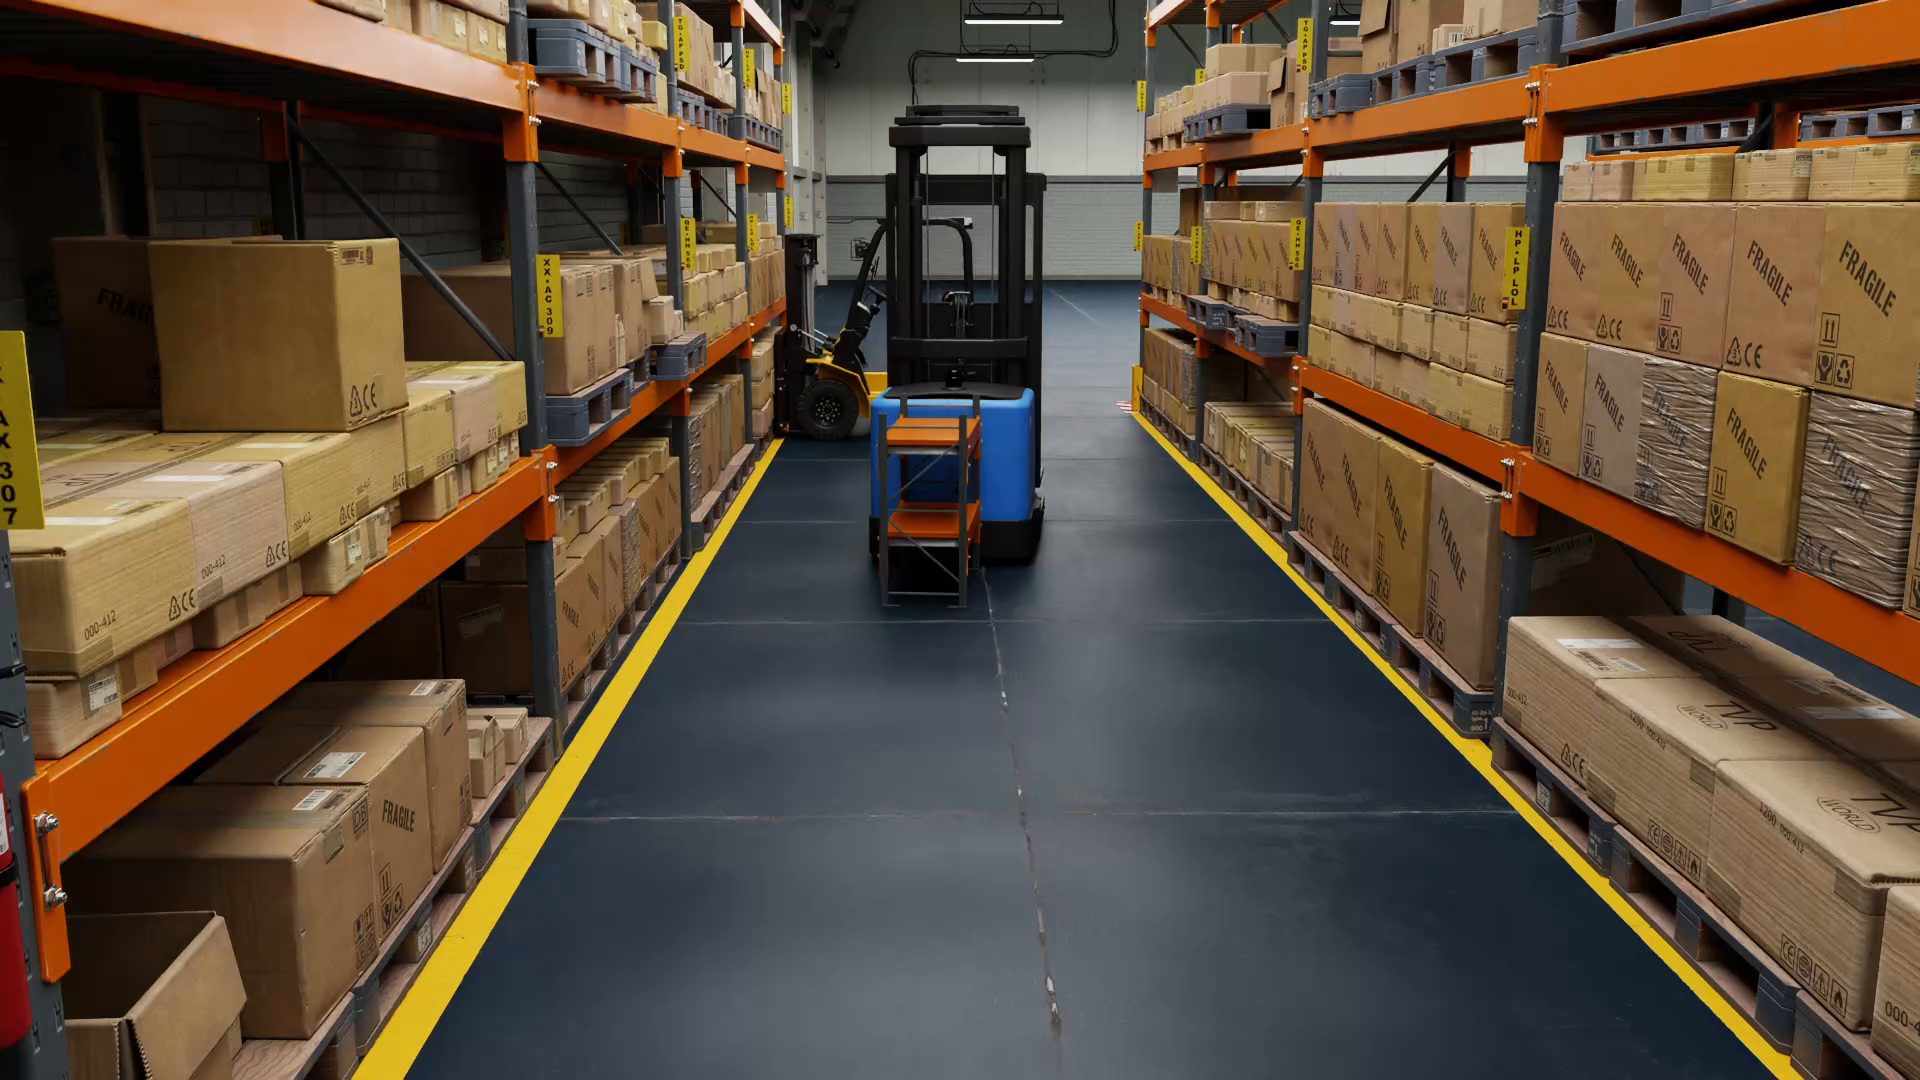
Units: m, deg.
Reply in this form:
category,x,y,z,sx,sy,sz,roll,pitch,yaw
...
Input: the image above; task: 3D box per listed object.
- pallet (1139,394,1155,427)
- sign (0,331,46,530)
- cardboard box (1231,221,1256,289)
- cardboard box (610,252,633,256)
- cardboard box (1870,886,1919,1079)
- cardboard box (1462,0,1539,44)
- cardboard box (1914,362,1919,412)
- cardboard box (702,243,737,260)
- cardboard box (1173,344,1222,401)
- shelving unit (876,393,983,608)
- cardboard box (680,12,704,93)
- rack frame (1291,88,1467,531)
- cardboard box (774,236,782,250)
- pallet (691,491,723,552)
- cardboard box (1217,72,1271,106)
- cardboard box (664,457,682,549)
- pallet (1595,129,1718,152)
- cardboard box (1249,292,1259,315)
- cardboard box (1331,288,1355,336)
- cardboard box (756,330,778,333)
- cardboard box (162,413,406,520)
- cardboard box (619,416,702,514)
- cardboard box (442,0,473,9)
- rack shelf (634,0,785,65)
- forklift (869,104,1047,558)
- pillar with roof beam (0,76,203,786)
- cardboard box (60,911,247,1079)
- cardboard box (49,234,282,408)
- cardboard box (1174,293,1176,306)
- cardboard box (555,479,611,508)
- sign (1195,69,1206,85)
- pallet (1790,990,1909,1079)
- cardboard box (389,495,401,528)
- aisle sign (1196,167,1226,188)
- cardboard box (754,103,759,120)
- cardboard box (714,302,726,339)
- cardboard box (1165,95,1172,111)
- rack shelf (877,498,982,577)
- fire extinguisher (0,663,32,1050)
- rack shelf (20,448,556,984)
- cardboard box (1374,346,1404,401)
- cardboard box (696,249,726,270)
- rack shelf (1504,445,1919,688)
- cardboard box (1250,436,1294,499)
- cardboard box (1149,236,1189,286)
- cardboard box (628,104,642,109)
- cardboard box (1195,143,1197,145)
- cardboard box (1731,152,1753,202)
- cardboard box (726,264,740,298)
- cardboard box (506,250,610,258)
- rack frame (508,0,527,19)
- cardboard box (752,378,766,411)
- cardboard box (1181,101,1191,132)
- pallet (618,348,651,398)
category,x,y,z,sx,sy,sz,roll,pitch,yaw
pallet,2.513,-1.409,17.972,1.003,0.211,1.213,0,11,-1
sign,-1.559,-0.177,2.710,0.100,0.325,0.005,0,11,-1
cardboard box,2.365,-2.163,12.621,0.500,0.500,0.500,-1,11,-3
cardboard box,-2.540,-1.975,11.869,0.380,0.149,0.250,0,11,-1
cardboard box,2.747,1.148,3.746,0.875,0.438,0.875,-1,11,-3
cardboard box,2.550,-2.373,7.336,0.500,0.311,0.500,0,11,-1
cardboard box,2.573,-0.509,3.758,0.500,0.500,0.500,0,11,-1
cardboard box,-2.093,-2.567,14.786,0.380,0.149,0.250,0,11,-2
cardboard box,2.320,-1.600,15.876,0.500,0.500,0.500,0,11,0
shelving unit,-0.169,-0.265,10.034,0.538,1.125,1.048,1,12,5
cardboard box,-2.149,-3.359,11.470,0.700,0.500,0.500,0,11,-2
rack frame,2.696,-1.362,10.727,1.000,3.000,0.127,0,11,-1
cardboard box,-2.110,-3.179,17.803,0.380,0.149,0.250,0,11,0
pallet,-2.245,-0.138,11.708,1.003,0.211,1.213,0,11,-1
cardboard box,2.268,-3.441,12.751,0.500,0.250,0.500,0,11,-2
cardboard box,-2.043,-0.238,10.420,0.500,0.500,0.500,0,11,0
pallet,7.503,-4.272,17.749,1.003,0.211,1.213,0,11,-1
cardboard box,2.309,-1.716,12.050,0.380,0.149,0.250,0,11,0
cardboard box,2.469,-1.329,9.684,0.500,0.250,0.500,0,11,0
cardboard box,-2.095,-2.087,17.649,0.500,0.250,0.500,0,11,0
cardboard box,-1.898,-0.217,4.711,0.500,0.250,0.500,-1,11,-3
cardboard box,-2.266,-0.507,11.429,0.875,0.625,0.625,0,11,1
cardboard box,-1.903,-1.890,5.414,0.500,0.250,0.500,-1,11,-3
rack shelf,-2.391,-4.925,16.017,1.077,0.370,4.000,0,11,-1
forklift,0.051,-1.560,11.877,1.130,2.935,3.031,1,12,5
pillar with roof beam,1.233,-3.361,5.494,9.100,9.000,0.400,0,11,-1
cardboard box,-2.020,1.145,3.592,0.797,0.503,0.637,-1,11,-3
cardboard box,-2.420,-0.688,5.150,0.500,0.500,0.500,-1,11,-3
cardboard box,2.302,-2.349,16.227,0.380,0.149,0.250,0,11,-2
cardboard box,-2.050,-0.229,8.745,0.380,0.149,0.250,0,11,-1
sign,2.071,-3.877,14.278,0.100,0.325,0.005,0,11,-1
pallet,2.766,1.437,3.948,1.003,0.211,1.213,0,11,-1
cardboard box,-1.963,-0.102,5.150,0.380,0.149,0.250,0,11,0
aisle sign,2.819,-4.240,18.374,0.394,0.787,0.004,0,11,-1
cardboard box,-2.071,-3.981,15.416,0.380,0.149,0.250,0,11,1
cardboard box,-2.064,-1.662,12.583,0.500,0.250,0.500,0,11,1
cardboard box,2.253,-4.367,16.622,0.380,0.149,0.250,0,11,0
rack shelf,-0.169,-0.025,10.083,0.538,0.278,1.000,1,12,5
fire extinguisher,-1.637,0.498,2.694,0.296,0.674,0.183,0,11,-1
rack shelf,-2.143,0.205,4.816,1.077,0.370,4.000,0,11,-1
cardboard box,2.501,-0.886,8.757,0.500,0.250,0.500,0,11,-1
cardboard box,-1.982,-2.129,12.628,0.380,0.149,0.250,-1,11,-3
rack shelf,2.819,0.183,4.920,1.077,0.370,4.000,0,11,-1
cardboard box,2.671,-0.539,12.223,0.950,0.372,0.625,0,11,-2
cardboard box,2.277,-2.949,17.549,0.500,0.500,0.500,0,11,1
cardboard box,-1.992,-2.437,8.859,0.500,0.250,0.500,0,11,-1
cardboard box,2.355,-3.667,15.176,0.380,0.149,0.250,0,11,-1
cardboard box,2.602,-1.106,5.069,0.380,0.149,0.250,0,11,-1
cardboard box,-2.066,-2.109,13.528,0.500,0.250,0.500,-1,11,-3
cardboard box,-2.413,-1.493,10.064,0.500,0.500,0.500,0,11,2
rack frame,-2.184,-3.486,6.107,1.000,3.000,0.127,0,11,-1
cardboard box,-2.051,-1.336,15.205,0.500,0.250,0.500,0,11,-1
cardboard box,2.323,-3.886,15.256,0.500,0.250,0.500,0,11,-2
pallet,-2.222,-0.860,8.737,1.003,0.211,1.213,0,11,-1
